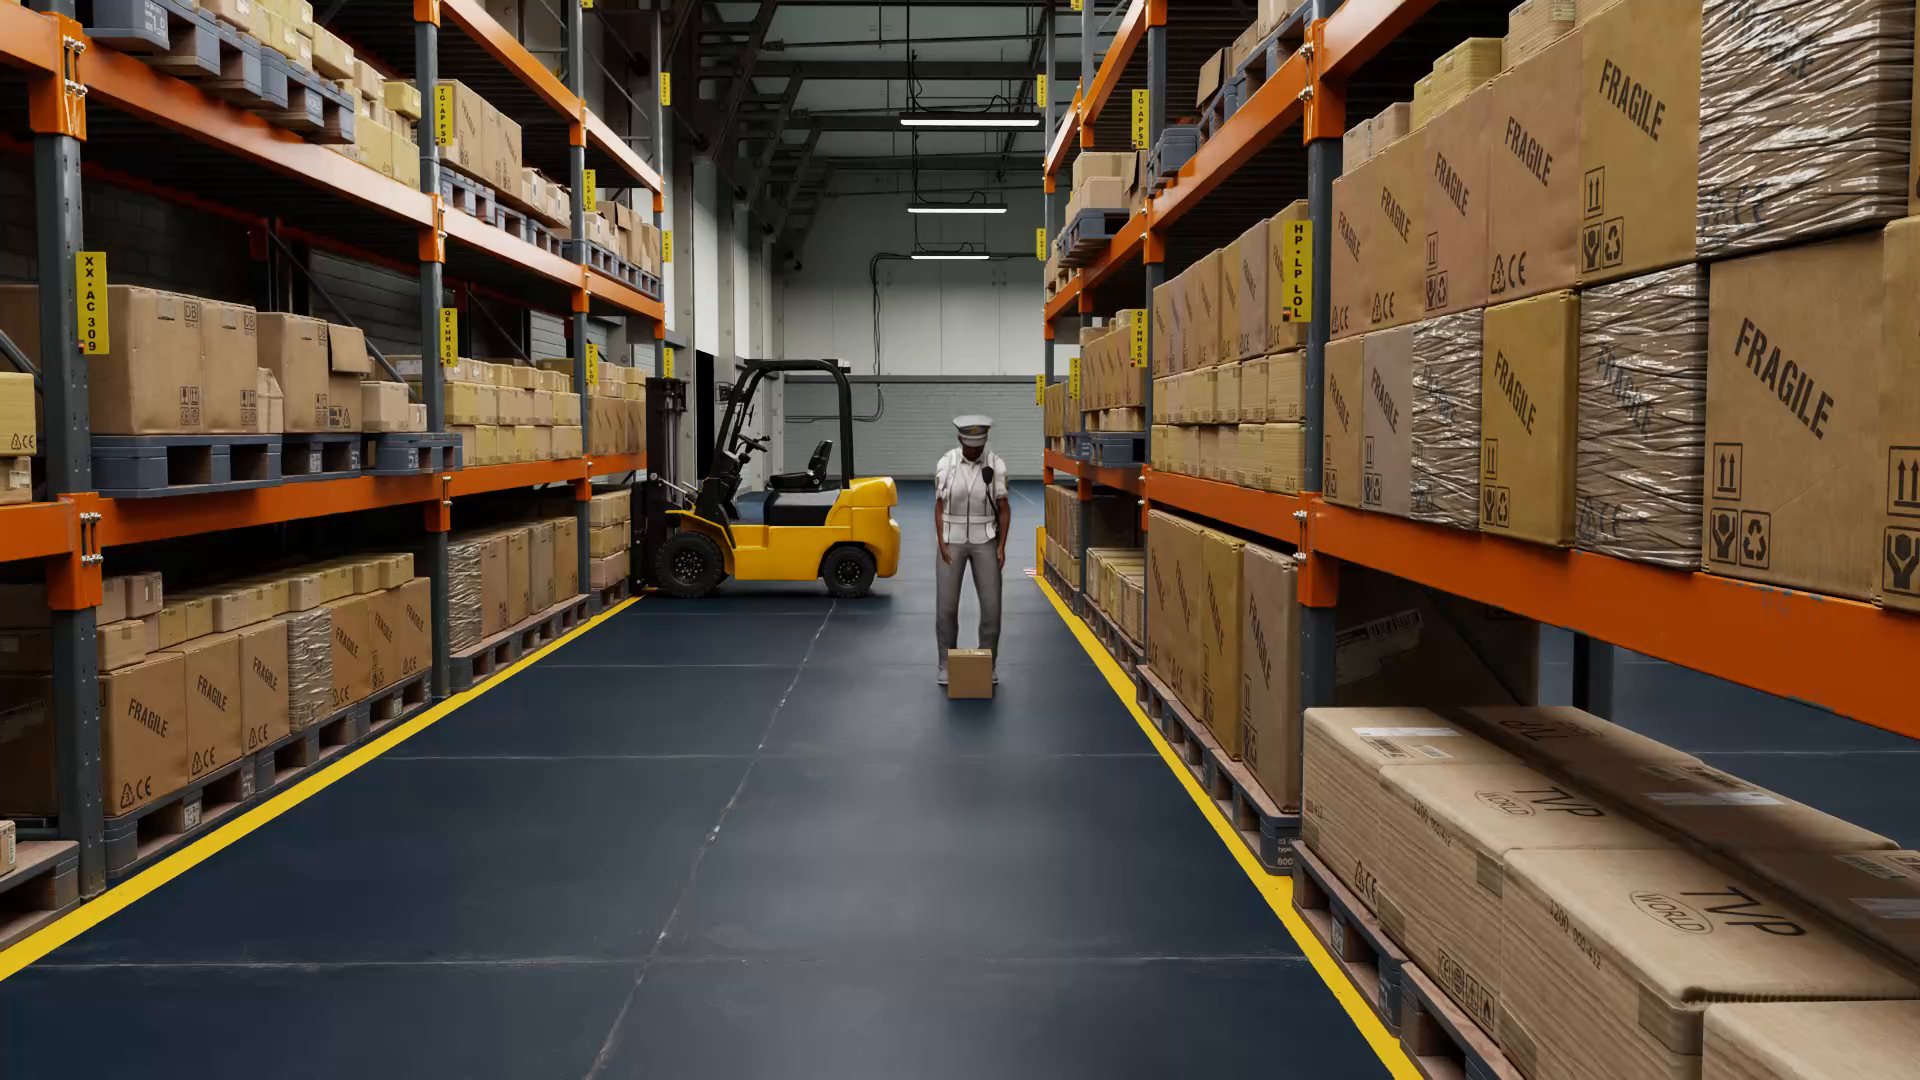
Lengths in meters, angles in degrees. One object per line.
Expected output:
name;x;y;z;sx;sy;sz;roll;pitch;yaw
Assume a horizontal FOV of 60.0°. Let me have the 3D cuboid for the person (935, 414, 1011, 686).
person;0.076;0.061;9.987;0.457;1.624;0.442;0;4;0
